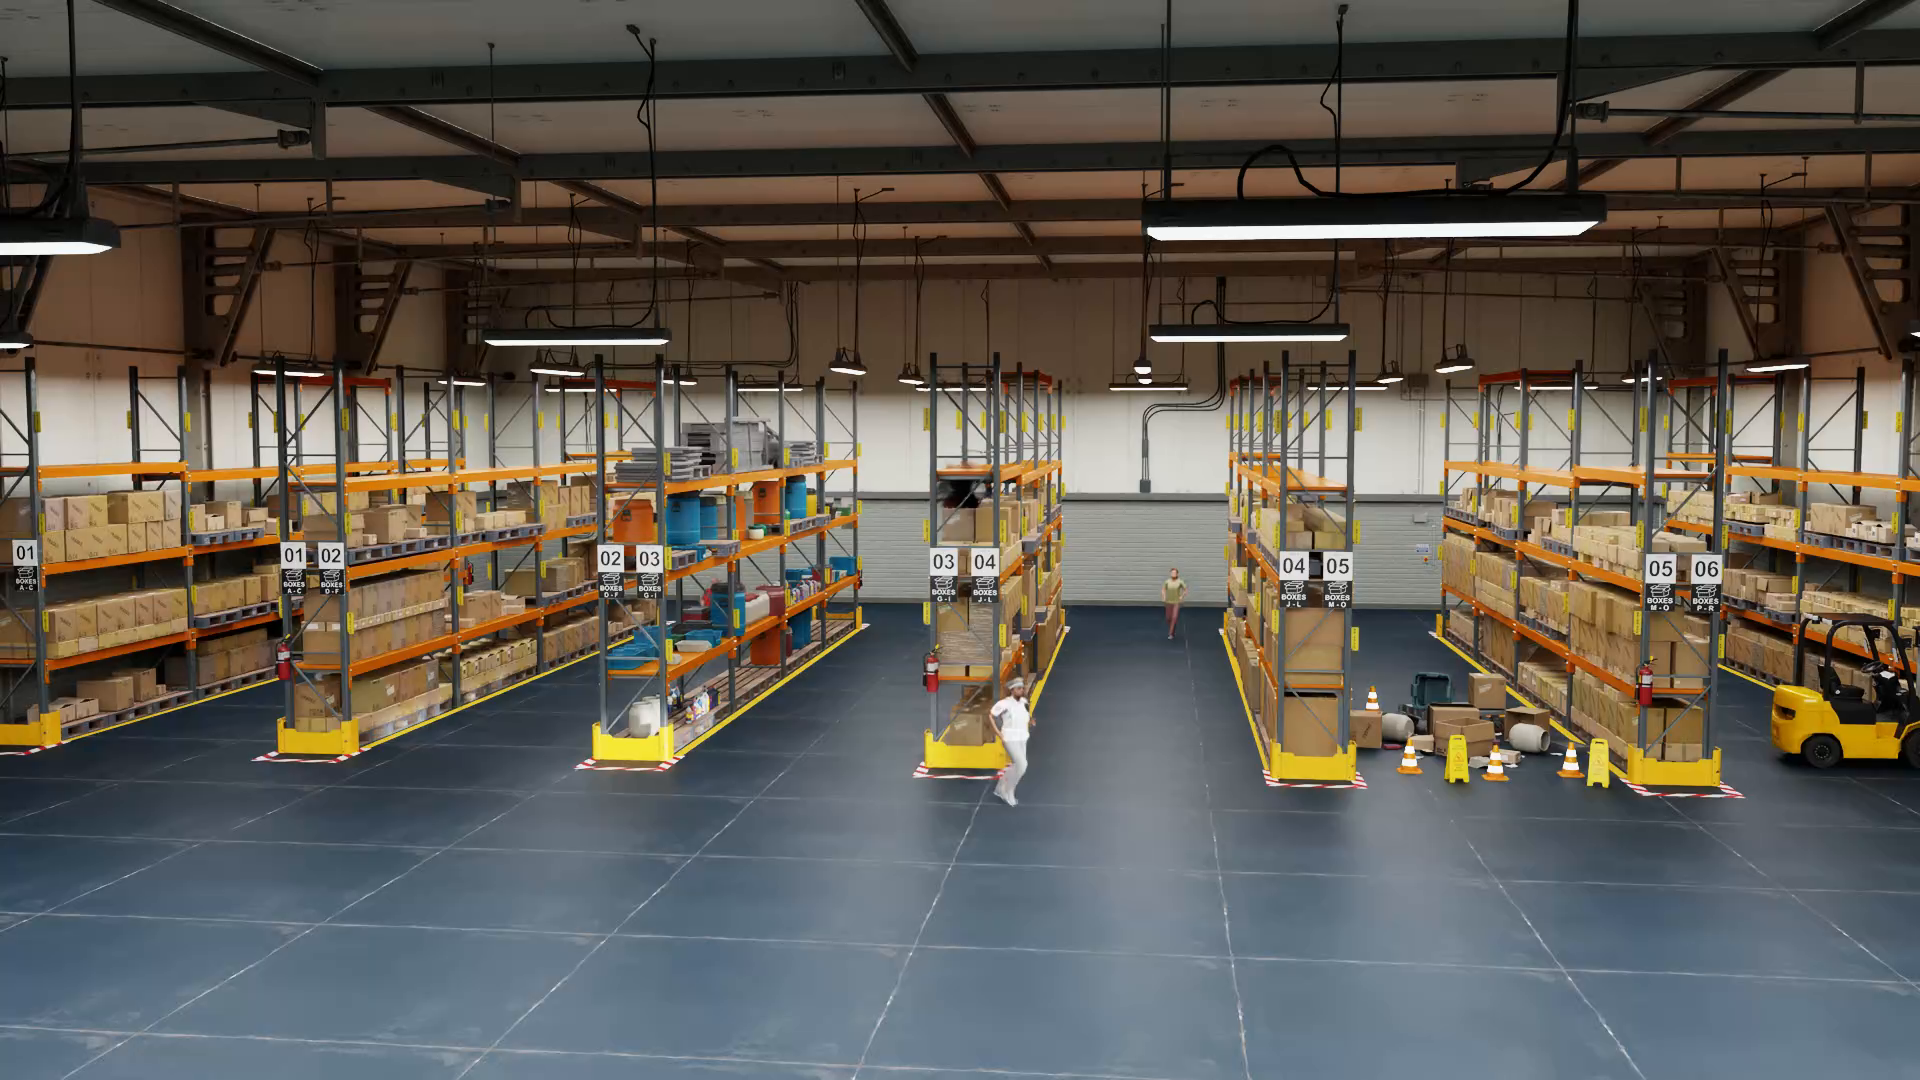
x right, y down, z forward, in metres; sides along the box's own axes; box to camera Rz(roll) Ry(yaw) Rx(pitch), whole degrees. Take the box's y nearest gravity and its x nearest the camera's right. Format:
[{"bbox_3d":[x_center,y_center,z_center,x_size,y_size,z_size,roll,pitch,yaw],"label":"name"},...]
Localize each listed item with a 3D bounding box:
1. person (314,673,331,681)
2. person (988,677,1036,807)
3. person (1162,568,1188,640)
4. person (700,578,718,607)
[{"bbox_3d":[-10.811,2.127,28.278,0.686,1.721,0.591,0,4,-1],"label":"person"},{"bbox_3d":[0.709,2.626,21.764,0.563,1.686,0.705,-4,6,-43],"label":"person"},{"bbox_3d":[4.971,1.467,38.583,0.591,1.635,0.713,1,4,17],"label":"person"},{"bbox_3d":[-5.248,1.650,35.529,0.698,1.693,0.878,1,4,9],"label":"person"}]
